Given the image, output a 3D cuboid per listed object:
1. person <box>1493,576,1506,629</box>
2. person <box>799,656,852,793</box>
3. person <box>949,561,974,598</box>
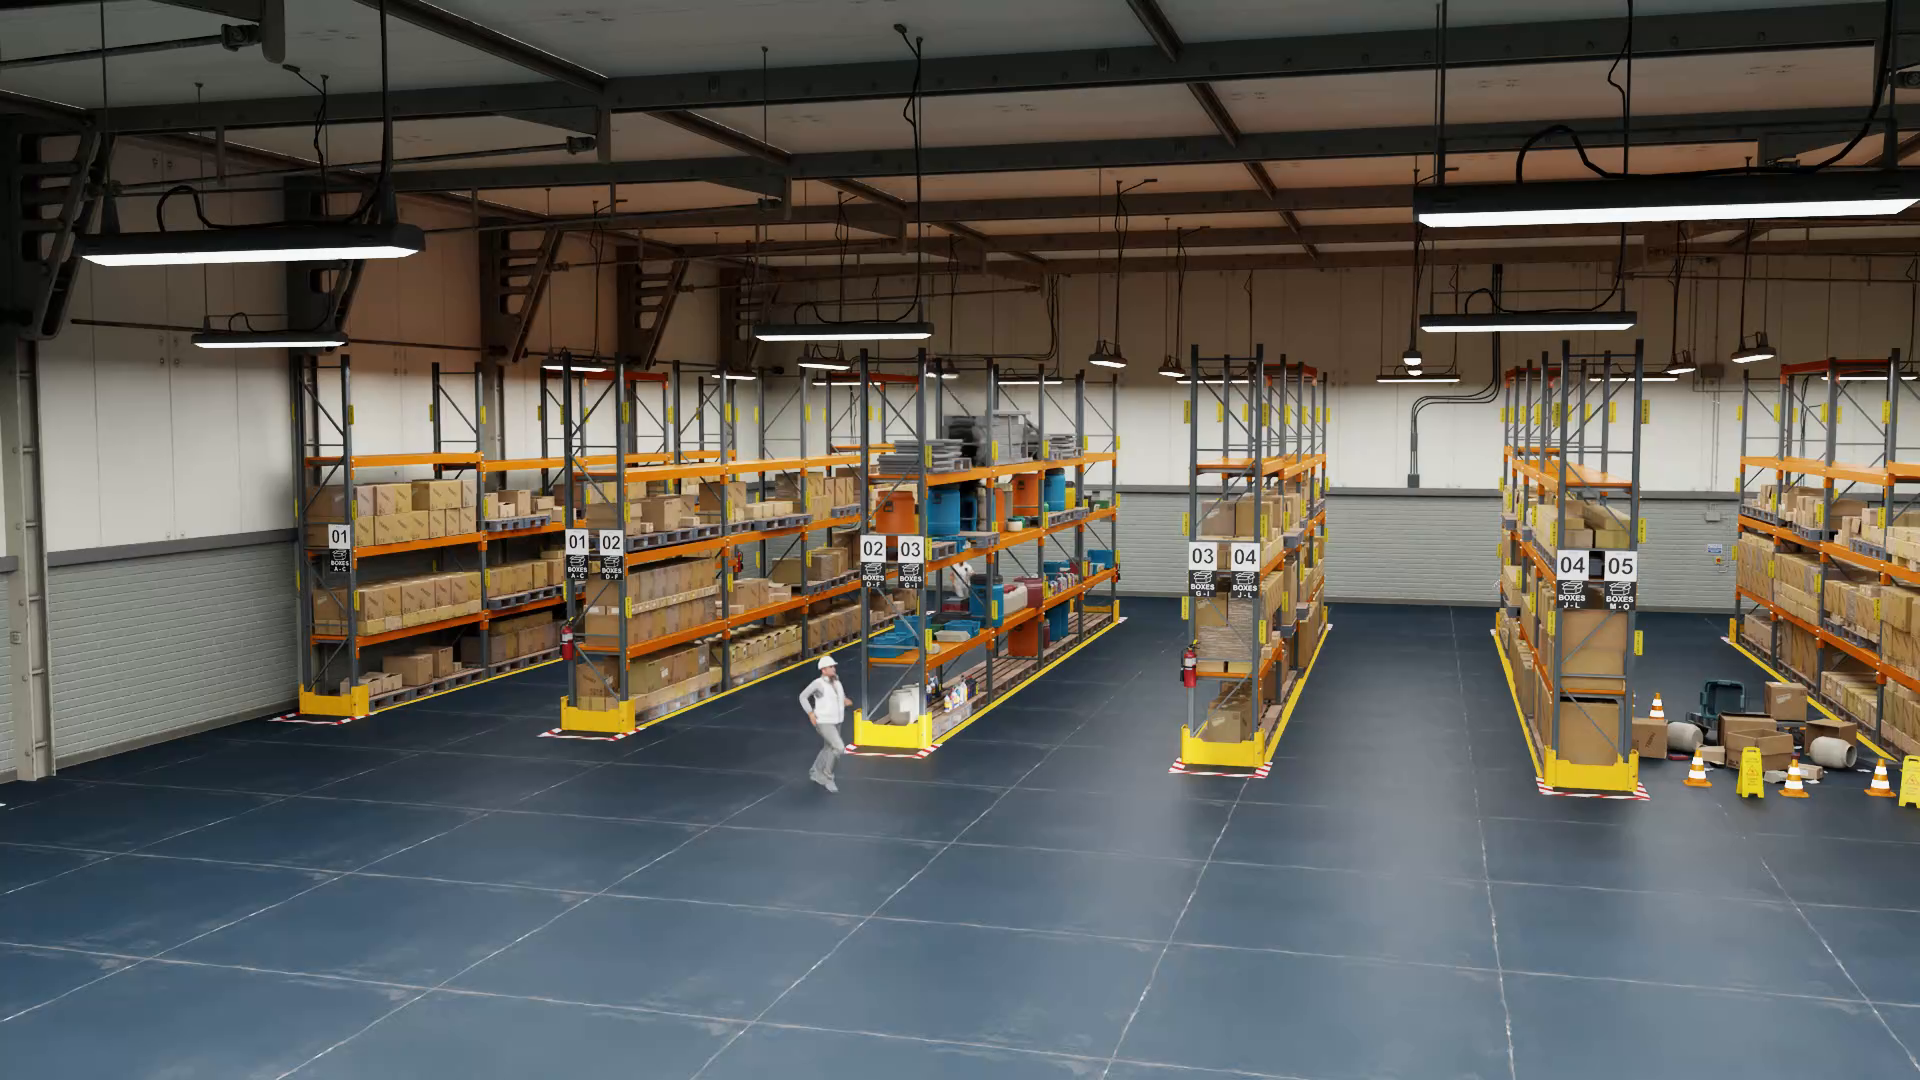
[{"bbox_3d":[12.892,1.276,39.017,0.803,1.648,0.579,-1,5,-19],"label":"person"},{"bbox_3d":[-1.745,2.459,22.220,0.724,1.813,0.625,3,5,31],"label":"person"},{"bbox_3d":[0.047,1.172,40.338,0.626,1.658,0.707,0,4,2],"label":"person"}]
